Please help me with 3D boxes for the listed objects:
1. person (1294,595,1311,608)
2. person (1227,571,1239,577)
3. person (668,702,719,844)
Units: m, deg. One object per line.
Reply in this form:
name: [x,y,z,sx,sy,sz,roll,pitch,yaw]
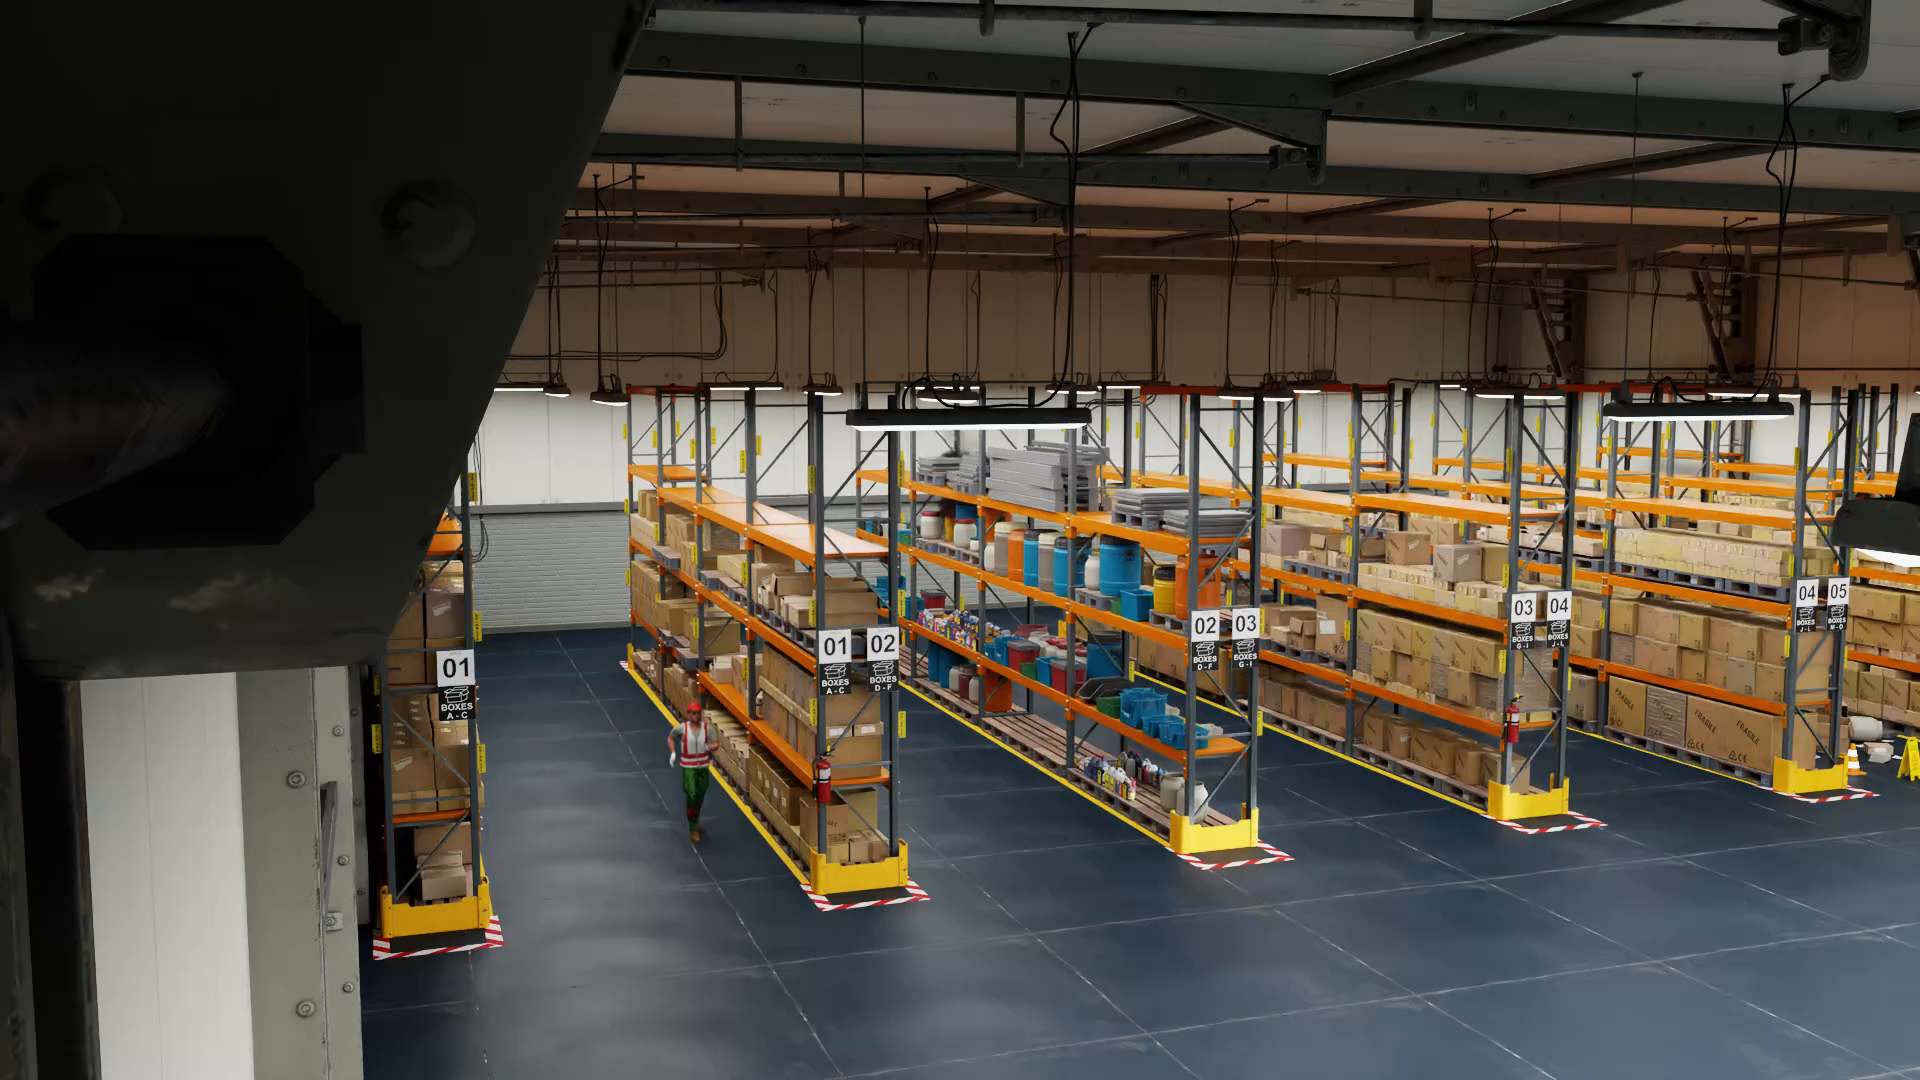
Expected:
person: [8.414,1.256,40.993,0.617,1.702,0.696,3,7,27]
person: [6.638,1.343,40.582,0.762,1.656,0.598,-6,8,-44]
person: [-3.594,3.102,22.535,0.649,1.837,0.835,-3,6,-24]
